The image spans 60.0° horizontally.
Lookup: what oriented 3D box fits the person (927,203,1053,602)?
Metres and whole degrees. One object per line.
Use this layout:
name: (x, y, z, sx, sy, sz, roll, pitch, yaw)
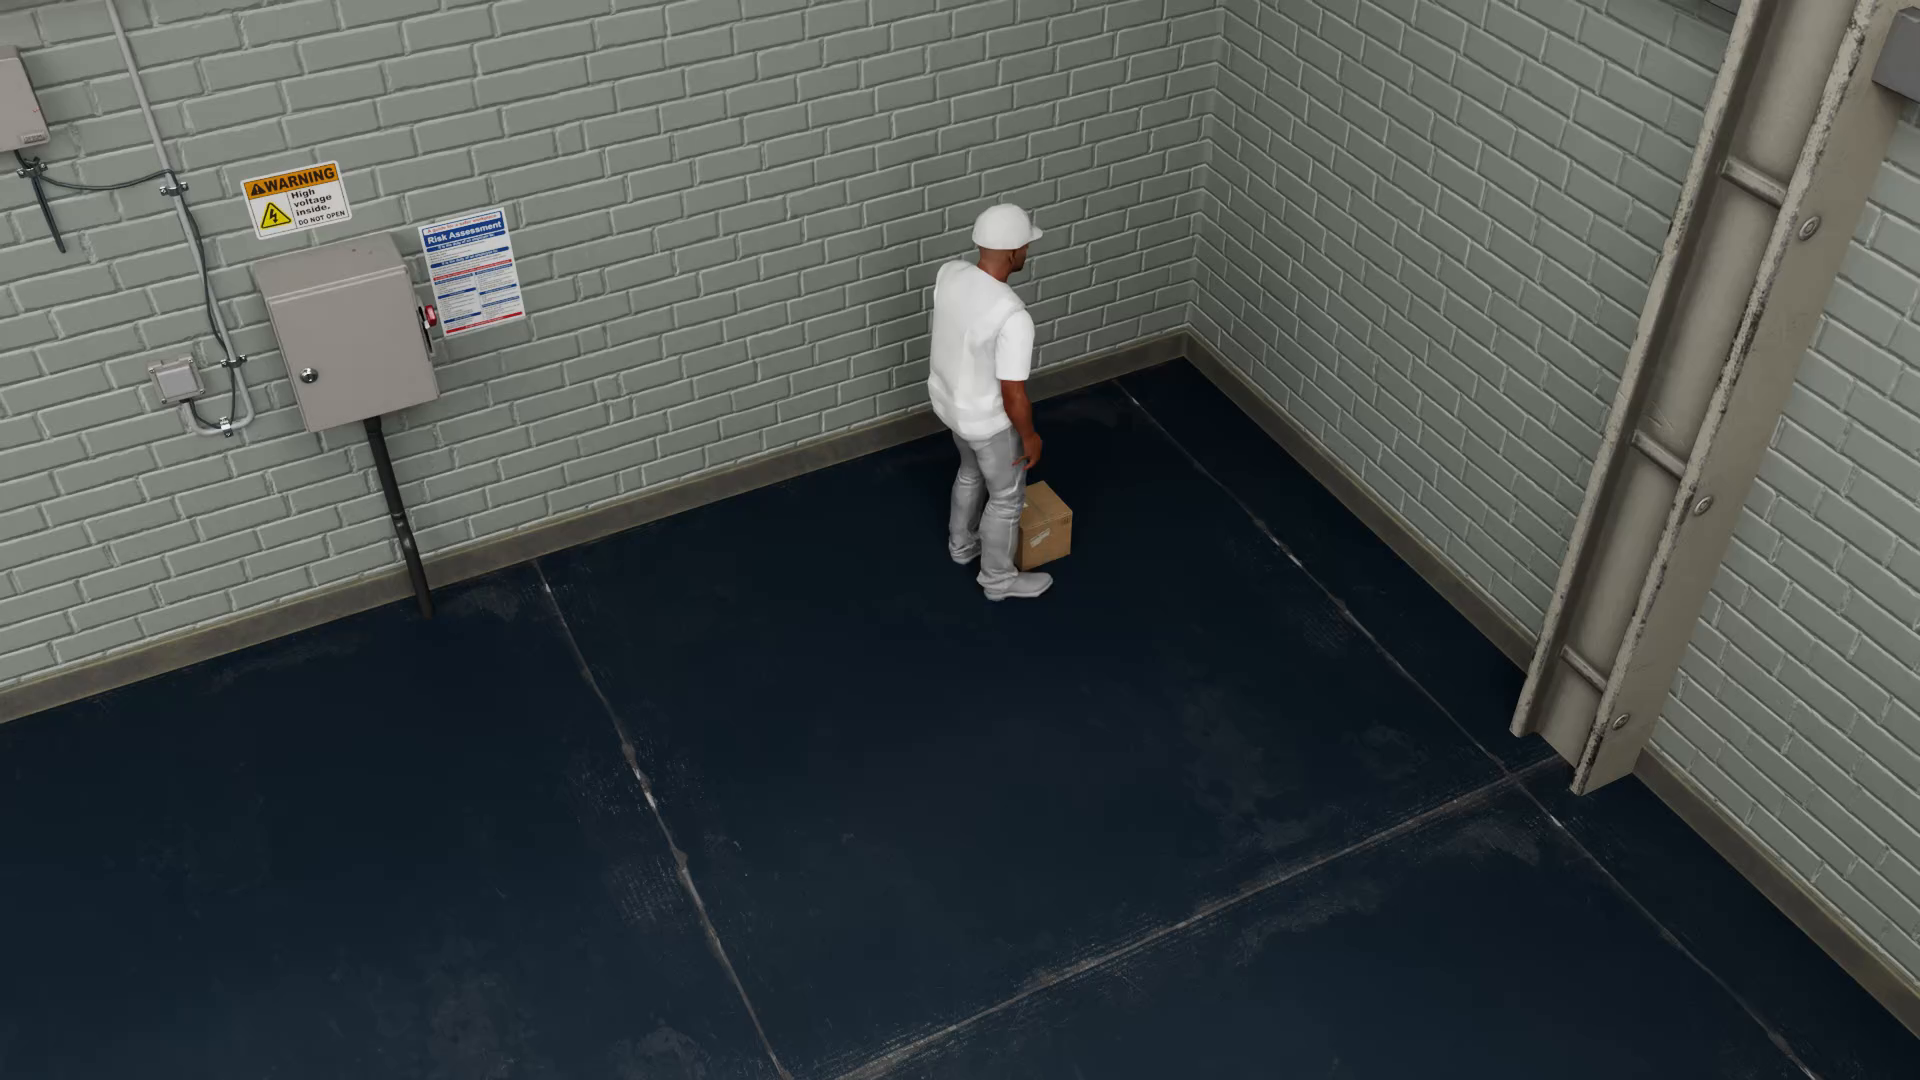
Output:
person: (0.122, -0.554, 6.783, 0.462, 1.759, 0.633, -22, 45, -23)
